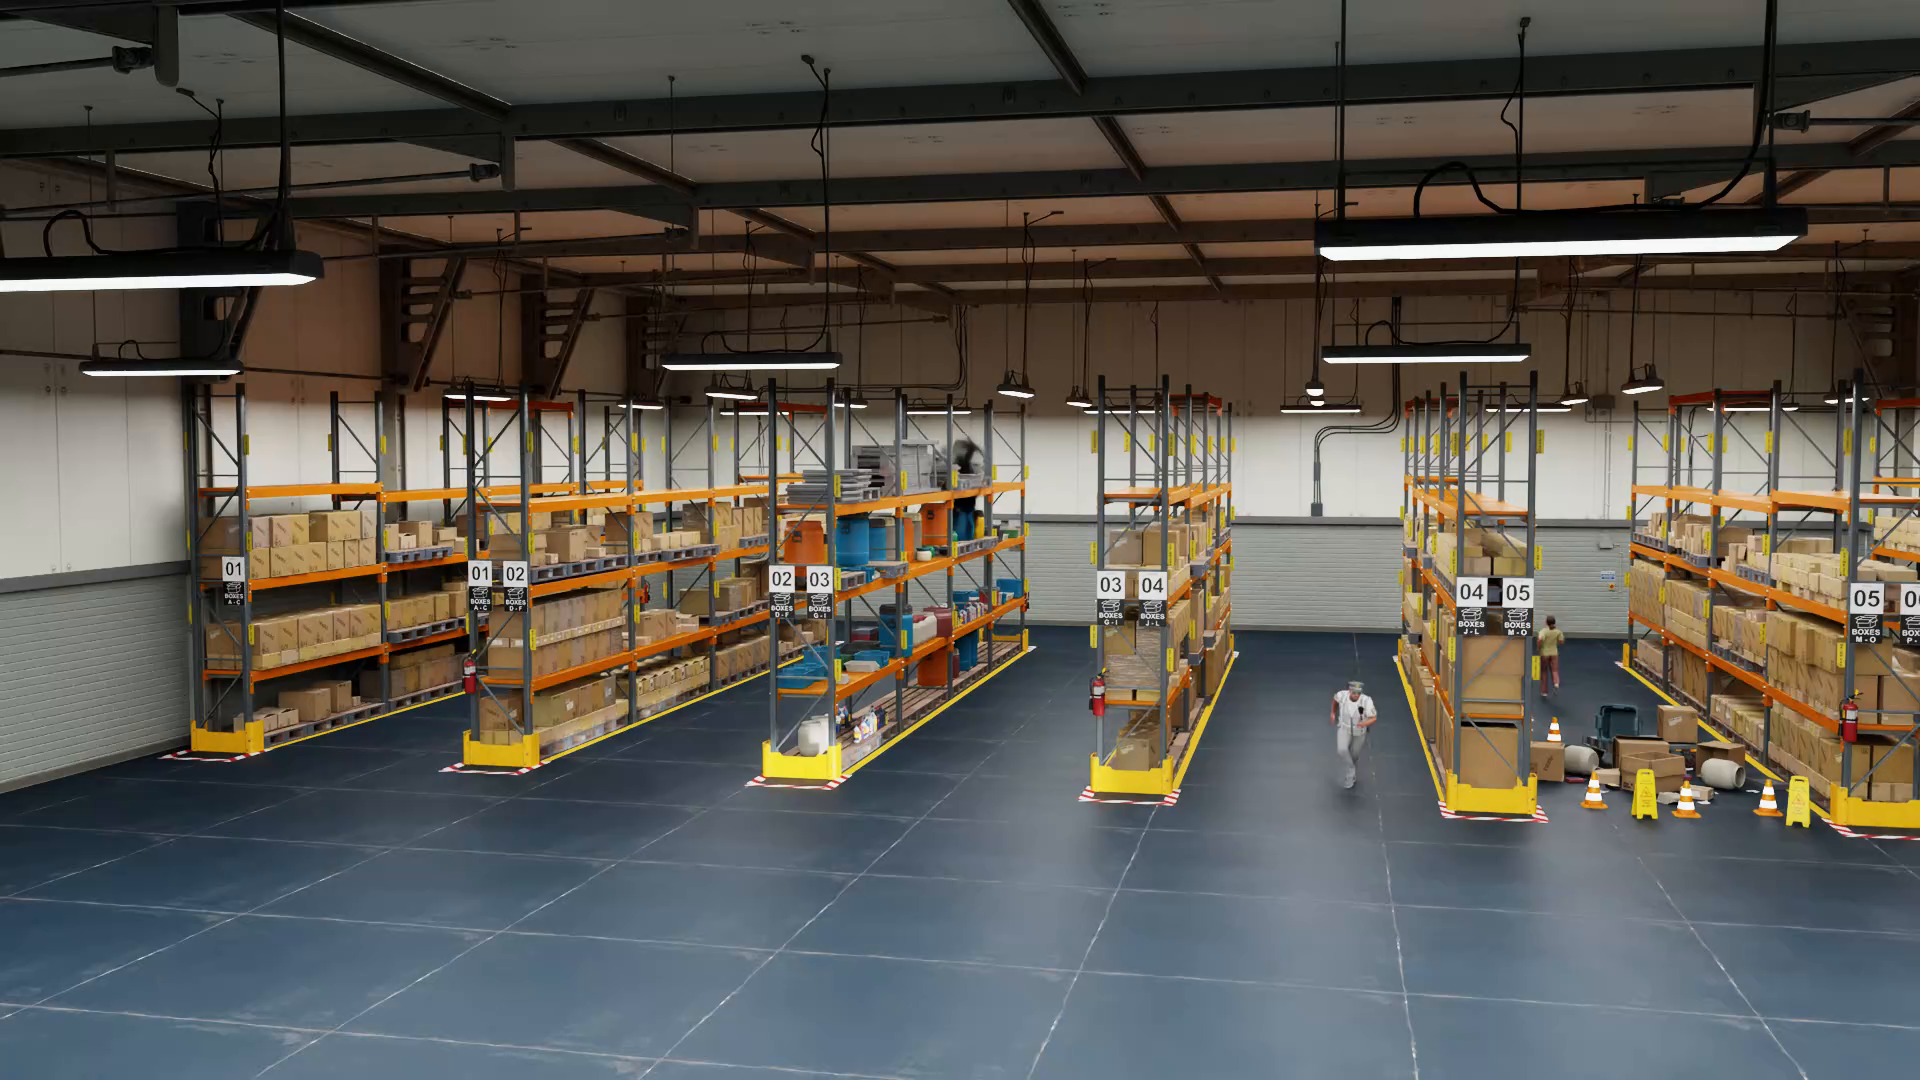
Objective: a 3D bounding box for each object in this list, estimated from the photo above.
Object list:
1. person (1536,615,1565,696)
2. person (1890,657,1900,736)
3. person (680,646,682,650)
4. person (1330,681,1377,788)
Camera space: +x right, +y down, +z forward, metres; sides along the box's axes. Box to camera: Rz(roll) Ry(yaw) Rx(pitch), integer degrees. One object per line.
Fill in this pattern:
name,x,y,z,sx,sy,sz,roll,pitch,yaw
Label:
person,11.623,2.295,32.780,0.573,1.644,0.854,0,3,8
person,15.242,2.551,27.583,0.711,1.791,0.975,1,3,9
person,-6.178,2.027,38.084,0.527,1.665,0.784,0,3,9
person,5.780,2.804,24.441,0.684,1.568,1.130,1,3,15
